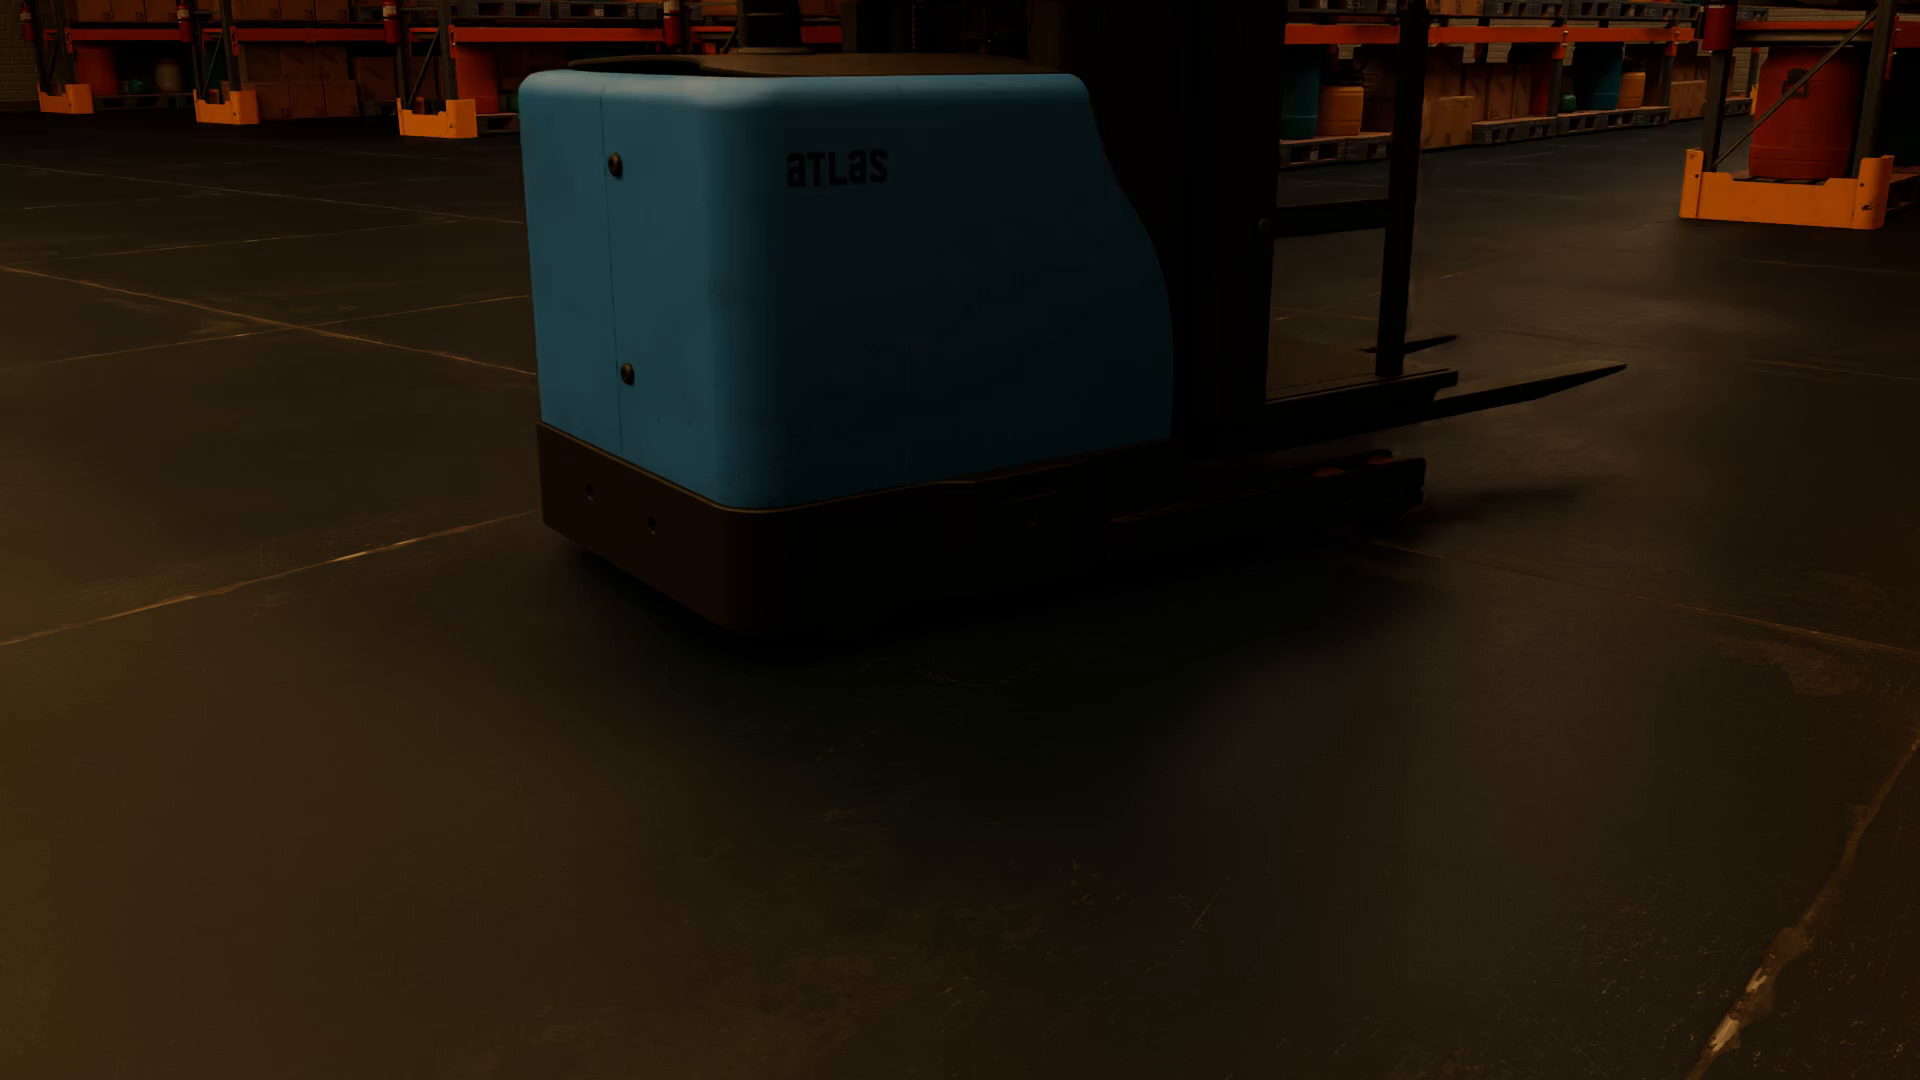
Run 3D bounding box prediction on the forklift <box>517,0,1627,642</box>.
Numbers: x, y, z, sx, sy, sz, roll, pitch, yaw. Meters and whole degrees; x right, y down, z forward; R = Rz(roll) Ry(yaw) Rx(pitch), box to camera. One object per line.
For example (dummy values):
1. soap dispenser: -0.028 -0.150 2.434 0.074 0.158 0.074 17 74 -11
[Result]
1. forklift: 0.528 -1.524 3.916 3.031 2.935 1.130 -12 21 -34
